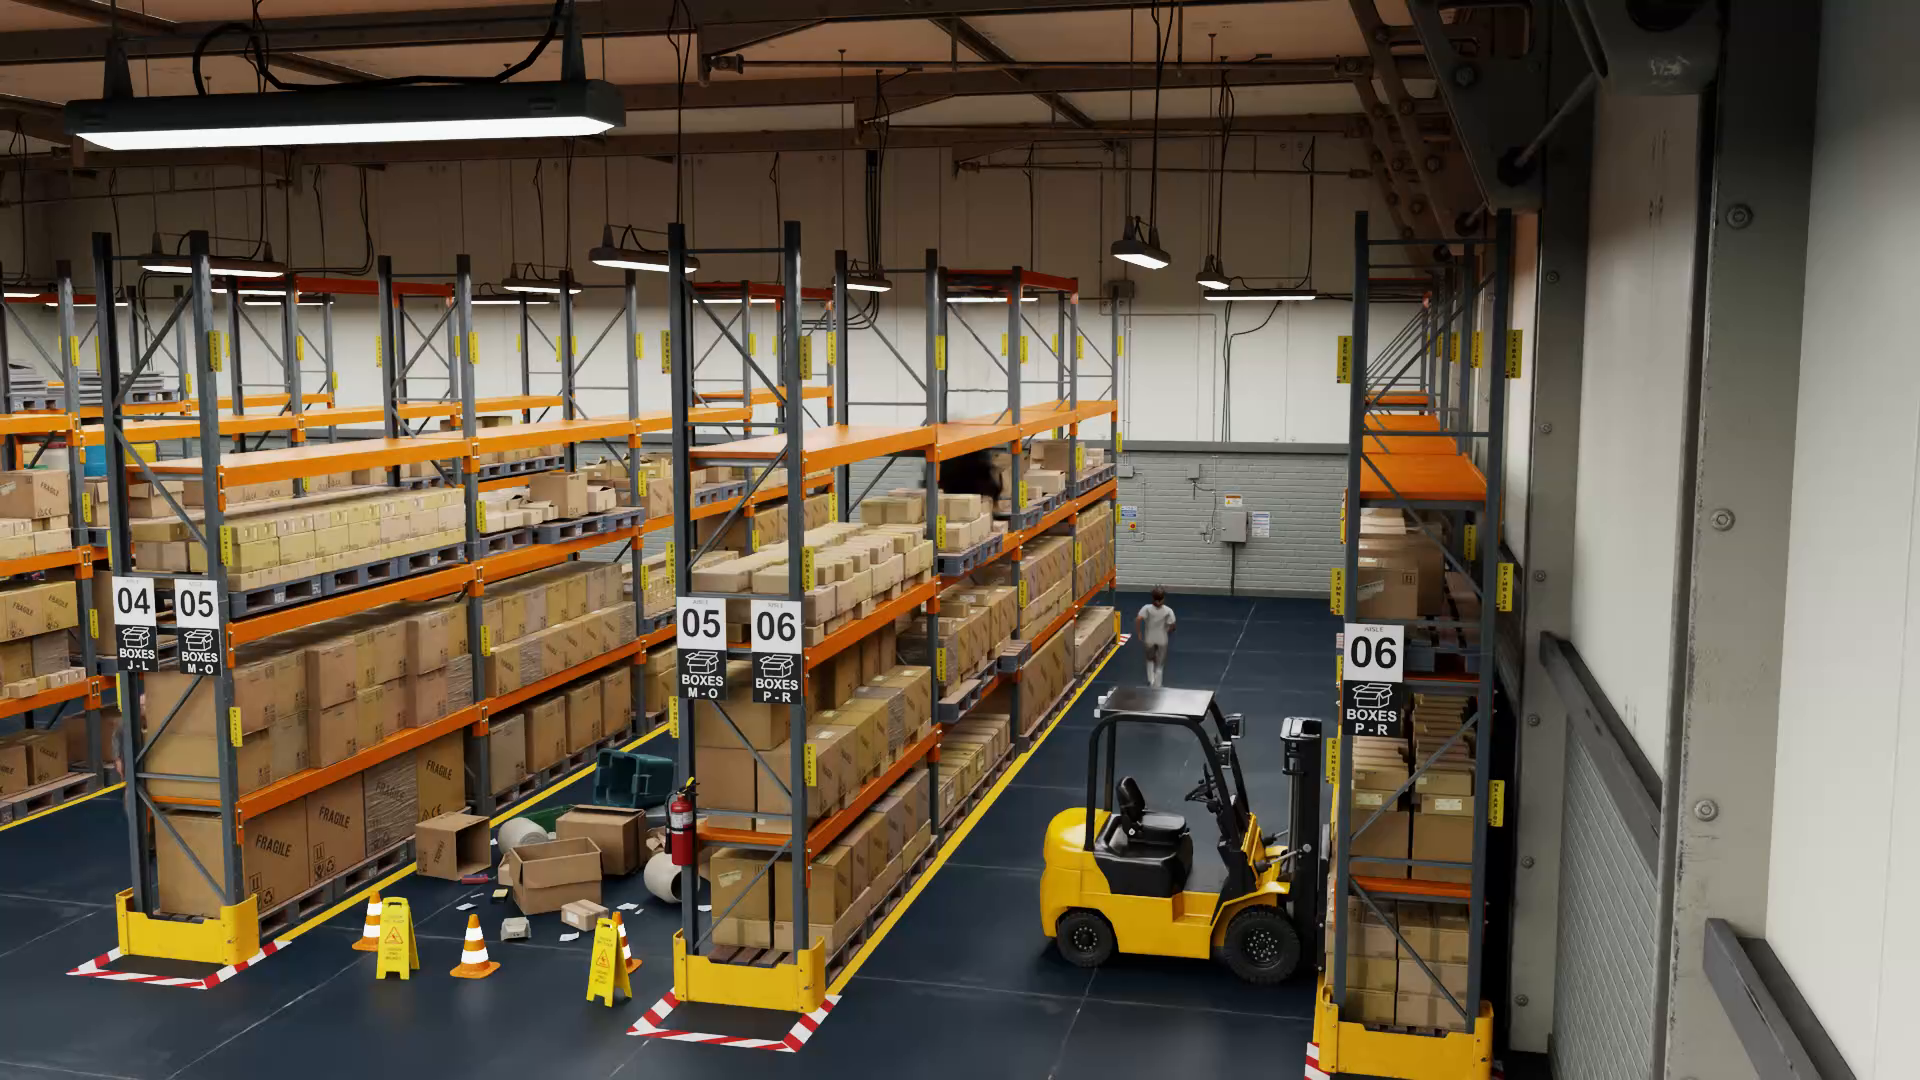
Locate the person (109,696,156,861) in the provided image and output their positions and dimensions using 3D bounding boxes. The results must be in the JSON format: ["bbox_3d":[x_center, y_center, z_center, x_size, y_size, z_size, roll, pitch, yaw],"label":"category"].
[{"bbox_3d":[-8.086,2.357,16.420,0.696,1.670,0.657,-1,7,-5],"label":"person"}]

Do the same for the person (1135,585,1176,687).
[{"bbox_3d":[2.799,1.461,23.737,0.571,1.653,0.652,2,7,12],"label":"person"}]
